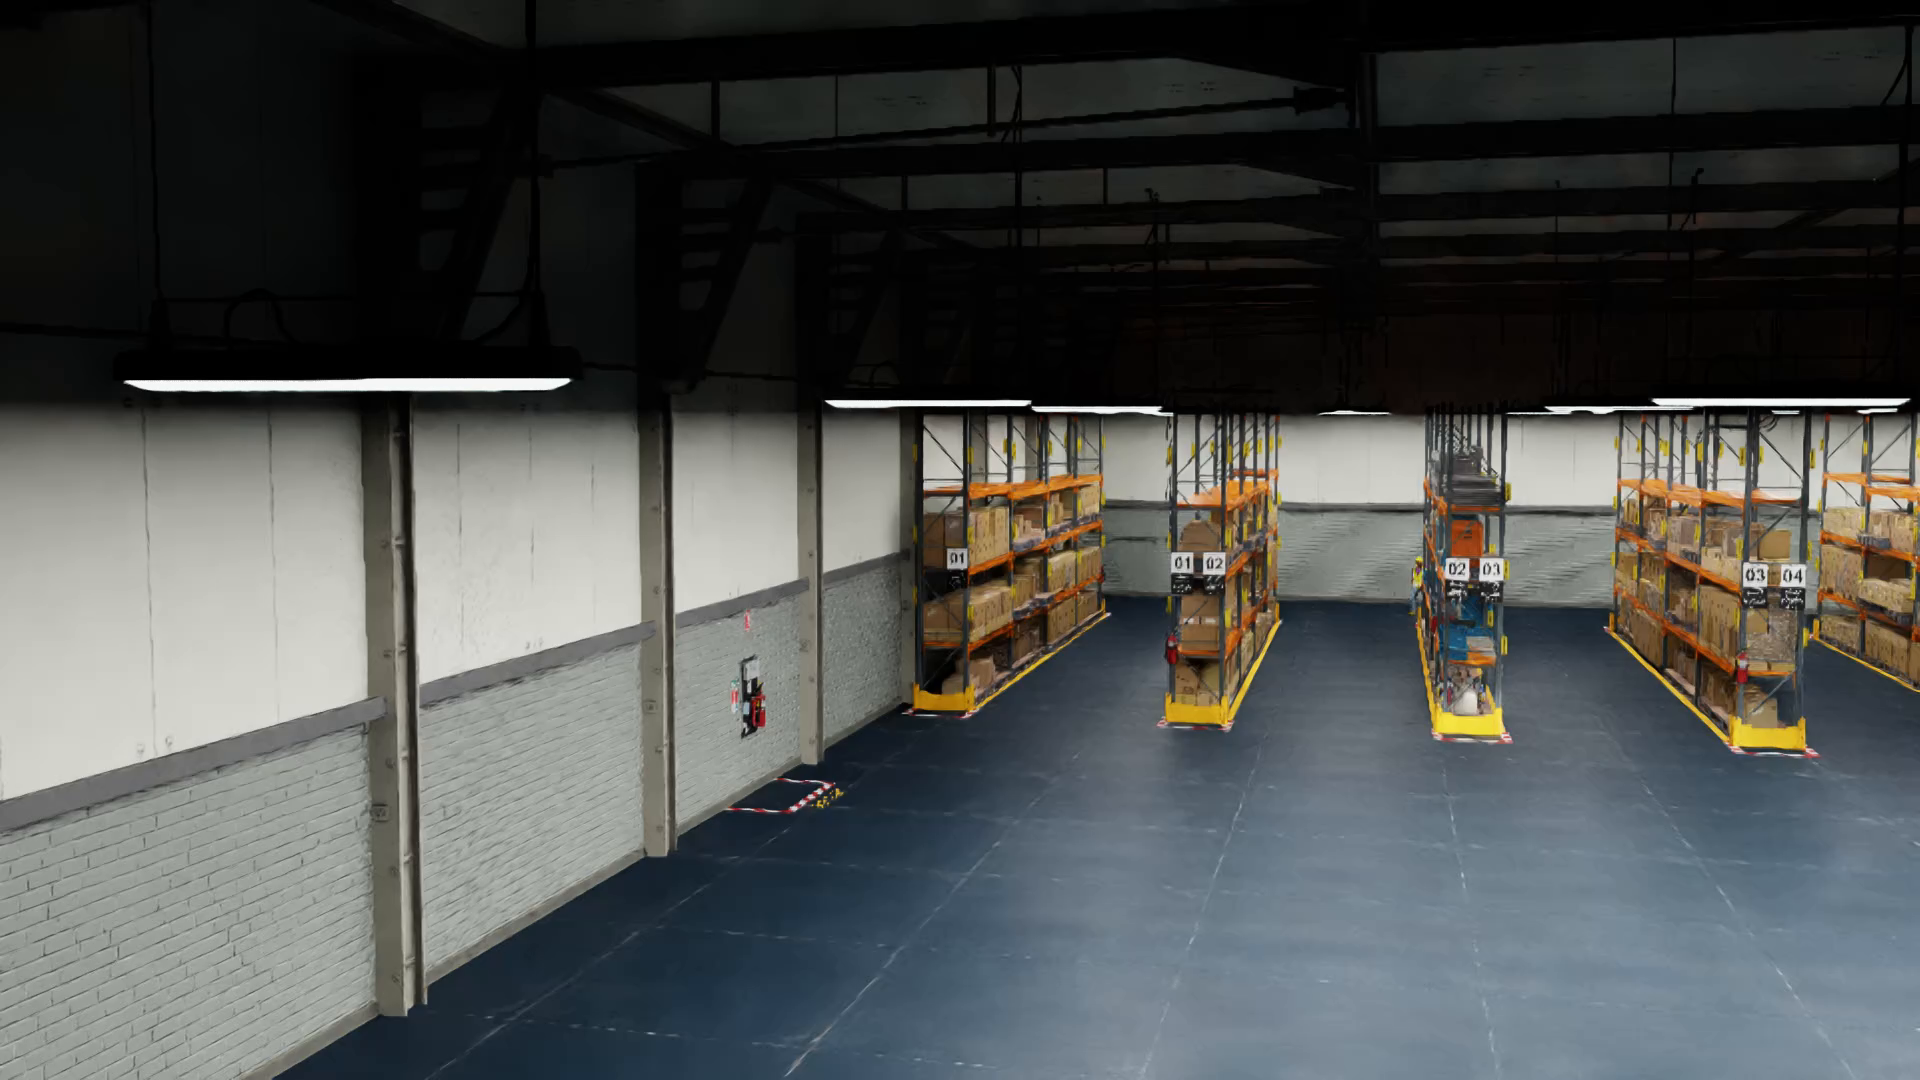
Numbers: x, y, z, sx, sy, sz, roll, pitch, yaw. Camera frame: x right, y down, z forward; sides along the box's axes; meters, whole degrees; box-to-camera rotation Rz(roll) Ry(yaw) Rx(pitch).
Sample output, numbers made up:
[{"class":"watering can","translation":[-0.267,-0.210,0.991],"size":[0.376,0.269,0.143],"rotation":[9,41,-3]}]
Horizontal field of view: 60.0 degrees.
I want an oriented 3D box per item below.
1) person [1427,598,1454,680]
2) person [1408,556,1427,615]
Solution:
[{"class":"person","translation":[10.125,2.081,34.940],"size":[0.498,1.724,0.616],"rotation":[1,4,7]},{"class":"person","translation":[13.356,1.317,48.206],"size":[0.614,1.713,0.971],"rotation":[3,5,34]}]
